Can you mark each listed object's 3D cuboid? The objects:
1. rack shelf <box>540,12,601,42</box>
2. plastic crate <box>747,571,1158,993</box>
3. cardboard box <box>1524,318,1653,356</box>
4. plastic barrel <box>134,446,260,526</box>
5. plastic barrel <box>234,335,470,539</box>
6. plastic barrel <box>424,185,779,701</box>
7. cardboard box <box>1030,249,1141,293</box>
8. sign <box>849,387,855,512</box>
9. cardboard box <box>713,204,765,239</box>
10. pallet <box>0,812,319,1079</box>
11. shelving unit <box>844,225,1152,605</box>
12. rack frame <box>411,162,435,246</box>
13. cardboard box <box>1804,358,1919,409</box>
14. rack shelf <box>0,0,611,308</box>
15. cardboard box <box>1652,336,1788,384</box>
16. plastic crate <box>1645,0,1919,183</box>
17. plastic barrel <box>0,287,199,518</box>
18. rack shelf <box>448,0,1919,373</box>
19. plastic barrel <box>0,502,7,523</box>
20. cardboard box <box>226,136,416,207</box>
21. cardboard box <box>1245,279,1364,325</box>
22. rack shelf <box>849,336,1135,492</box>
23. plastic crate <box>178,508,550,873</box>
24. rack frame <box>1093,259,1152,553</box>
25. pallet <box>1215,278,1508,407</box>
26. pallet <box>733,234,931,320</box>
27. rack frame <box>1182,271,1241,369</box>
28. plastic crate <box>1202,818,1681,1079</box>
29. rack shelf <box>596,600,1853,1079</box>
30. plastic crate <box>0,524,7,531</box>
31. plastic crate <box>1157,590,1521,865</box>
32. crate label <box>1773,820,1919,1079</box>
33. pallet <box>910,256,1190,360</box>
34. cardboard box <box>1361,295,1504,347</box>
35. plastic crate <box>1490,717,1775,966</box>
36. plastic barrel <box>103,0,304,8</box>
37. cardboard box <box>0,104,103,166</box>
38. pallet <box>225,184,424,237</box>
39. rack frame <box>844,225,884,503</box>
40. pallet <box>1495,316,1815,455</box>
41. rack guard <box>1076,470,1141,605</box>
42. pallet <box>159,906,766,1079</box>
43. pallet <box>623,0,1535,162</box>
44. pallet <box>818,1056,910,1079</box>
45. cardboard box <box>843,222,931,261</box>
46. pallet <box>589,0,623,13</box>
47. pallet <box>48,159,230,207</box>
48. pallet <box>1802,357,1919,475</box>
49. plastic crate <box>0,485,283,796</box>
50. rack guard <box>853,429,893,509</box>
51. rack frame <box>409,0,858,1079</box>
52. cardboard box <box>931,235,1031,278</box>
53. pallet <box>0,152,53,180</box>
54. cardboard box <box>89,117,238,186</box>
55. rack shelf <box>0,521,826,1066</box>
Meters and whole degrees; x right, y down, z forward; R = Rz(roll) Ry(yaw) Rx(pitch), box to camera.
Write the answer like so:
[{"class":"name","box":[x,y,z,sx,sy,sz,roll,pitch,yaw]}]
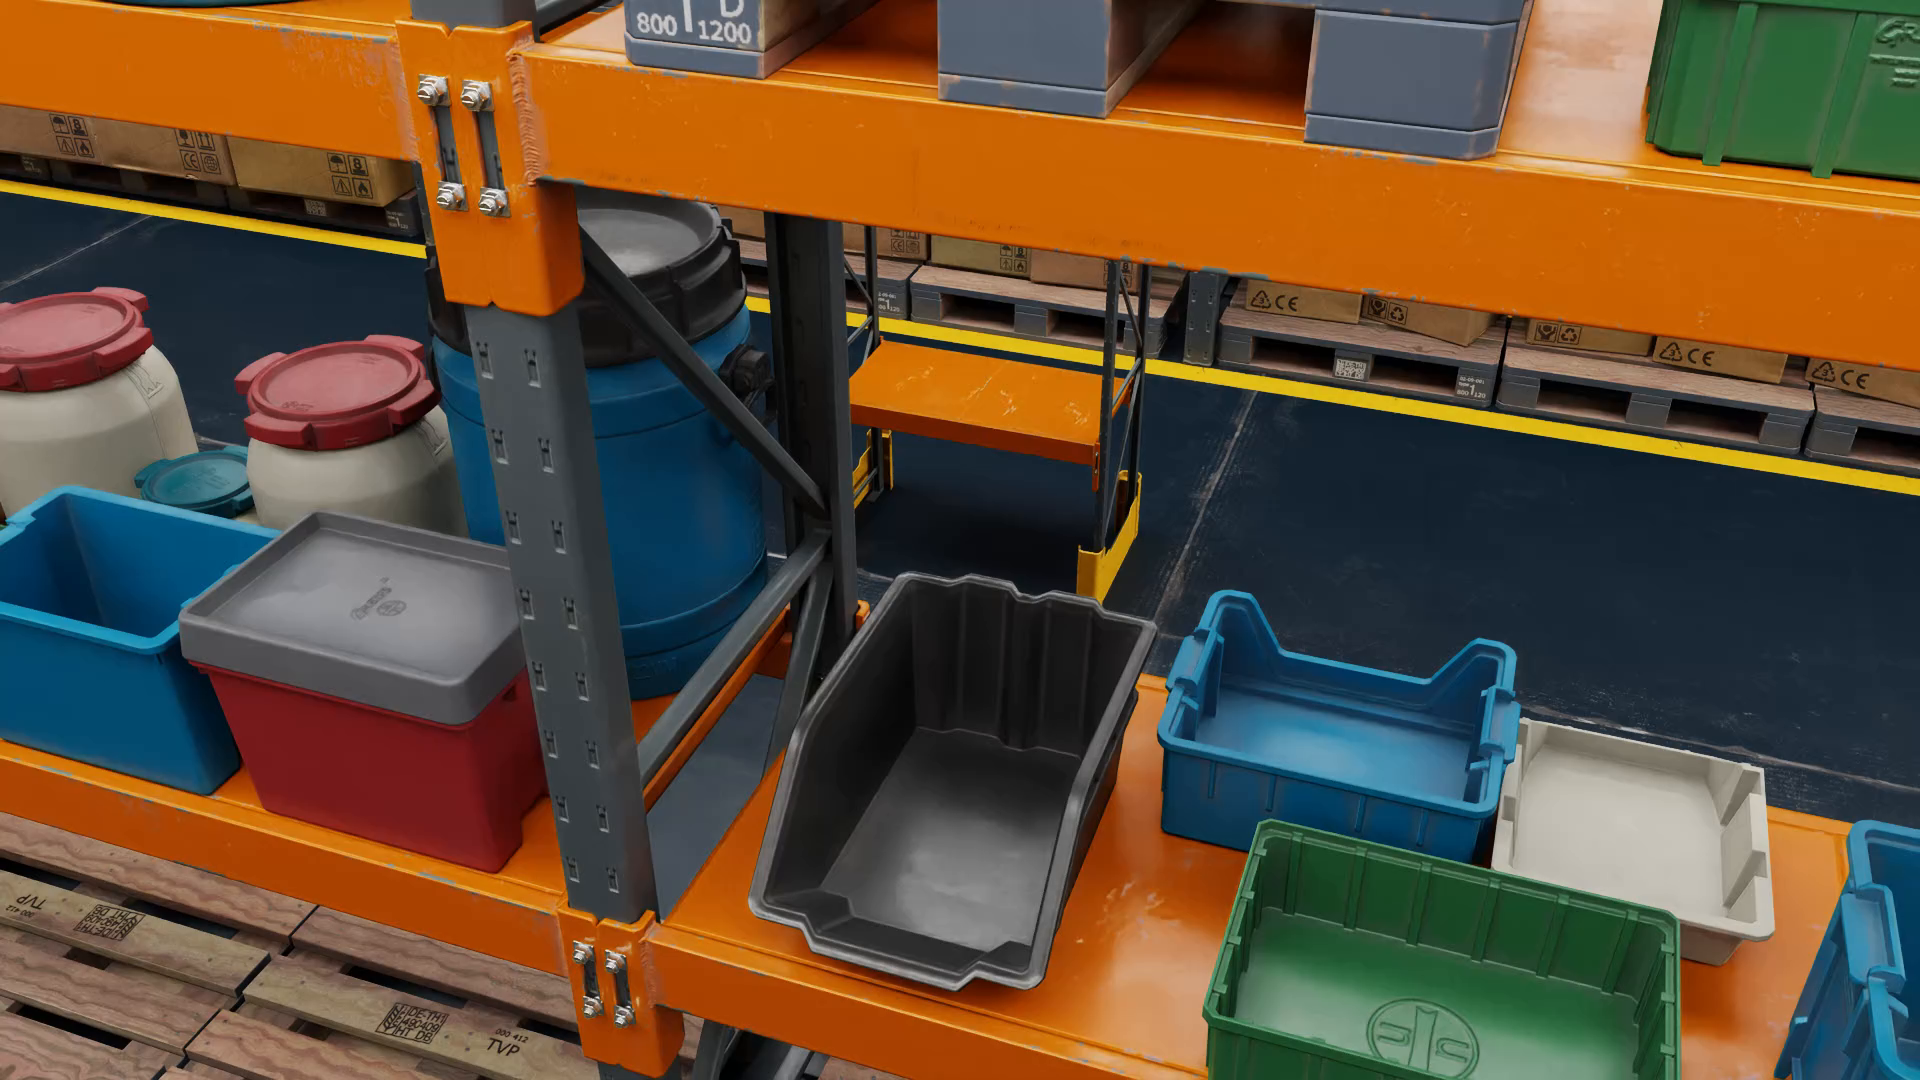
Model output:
[{"class":"rack shelf","box":[-0.655,-2.357,7.799,4.000,0.370,1.077,11,34,16]},{"class":"plastic crate","box":[0.007,0.422,2.888,0.504,0.338,0.767,11,34,16]},{"class":"cardboard box","box":[2.744,-1.152,7.186,0.500,0.500,0.500,8,34,12]},{"class":"plastic barrel","box":[-1.637,-0.027,3.654,0.301,0.262,0.301,0,33,0]},{"class":"plastic barrel","box":[-1.270,-0.109,3.527,0.433,0.535,0.433,0,33,0]},{"class":"plastic barrel","box":[-0.705,-0.200,3.333,0.708,0.901,0.600,11,34,16]},{"class":"cardboard box","box":[0.657,-1.552,7.787,0.500,0.500,0.700,8,34,13]},{"class":"sign","box":[-0.247,-0.160,3.477,0.005,0.325,0.100,11,34,16]},{"class":"cardboard box","box":[-0.838,-1.853,8.253,0.500,0.500,0.700,14,35,20]},{"class":"pallet","box":[-2.348,1.061,4.412,1.213,0.211,1.003,11,34,16]},{"class":"shelving unit","box":[0.072,-0.616,5.822,1.083,1.500,0.587,11,34,16]},{"class":"rack frame","box":[-2.538,-3.025,8.171,0.127,3.000,1.000,11,34,16]},{"class":"cardboard box","box":[3.837,-0.903,6.800,0.500,0.500,0.500,21,38,29]},{"class":"rack shelf","box":[-2.326,-1.088,3.068,4.000,0.370,1.077,11,34,16]},{"class":"cardboard box","box":[3.254,-1.027,6.992,0.500,0.500,0.500,14,35,21]},{"class":"plastic crate","box":[0.950,-0.508,1.701,0.450,0.188,0.336,11,34,16]},{"class":"plastic barrel","box":[-1.960,-0.243,3.735,0.433,0.535,0.433,0,33,0]},{"class":"rack shelf","box":[1.440,-0.356,1.934,4.000,0.370,1.077,11,34,16]},{"class":"plastic barrel","box":[-2.368,-0.322,3.858,0.433,0.535,0.433,0,33,0]},{"class":"cardboard box","box":[-3.180,-2.446,8.845,0.875,0.875,1.225,9,34,14]},{"class":"cardboard box","box":[1.591,-1.326,7.456,0.500,0.500,0.500,10,34,15]},{"class":"rack shelf","box":[0.080,-0.463,5.917,1.000,0.185,0.538,11,34,16]},{"class":"plastic crate","box":[-1.002,0.276,2.998,0.583,0.464,0.402,11,34,16]},{"class":"rack frame","box":[0.559,-0.521,5.675,0.032,1.500,0.500,11,34,16]},{"class":"pallet","box":[1.872,-1.017,7.631,1.213,0.211,1.003,11,34,16]},{"class":"pallet","box":[-0.658,-1.486,8.357,1.213,0.211,1.003,11,34,16]},{"class":"rack frame","box":[1.228,-2.293,7.037,0.127,3.000,1.000,11,34,16]},{"class":"plastic crate","box":[0.740,0.717,2.569,0.662,0.188,0.450,11,34,16]},{"class":"rack shelf","box":[1.440,0.904,2.748,4.000,0.370,1.077,11,34,16]},{"class":"plastic crate","box":[-2.178,0.150,3.448,0.662,0.188,0.450,11,34,16]},{"class":"plastic crate","box":[0.690,0.362,3.061,0.616,0.251,0.499,11,34,16]},{"class":"crate label","box":[1.499,0.754,2.284,0.616,0.435,0.502,11,34,16]},{"class":"pallet","box":[0.494,-1.264,8.013,1.213,0.211,1.003,11,34,16]},{"class":"cardboard box","box":[2.133,-1.225,7.300,0.500,0.500,0.500,23,39,31]},{"class":"plastic crate","box":[1.171,0.514,2.931,0.437,0.136,0.530,11,34,16]},{"class":"plastic barrel","box":[-0.995,-1.217,2.143,0.708,0.901,0.600,11,34,16]},{"class":"cardboard box","box":[-4.852,-2.771,9.348,0.875,0.875,1.225,10,34,15]},{"class":"pallet","box":[-3.254,-2.037,9.210,1.213,0.211,1.003,11,34,16]},{"class":"rack frame","box":[-0.398,-0.707,5.963,0.032,1.500,0.500,11,34,16]},{"class":"pallet","box":[3.024,-0.795,7.286,1.213,0.211,1.003,11,34,16]},{"class":"rack guard","box":[0.541,0.000,6.019,0.087,0.250,0.587,11,34,16]},{"class":"pallet","box":[-1.195,1.283,4.068,1.213,0.211,1.003,11,34,16]},{"class":"pallet","box":[0.269,-0.863,2.230,1.003,0.211,1.213,11,34,16]},{"class":"pallet","box":[0.175,1.551,3.653,1.213,0.211,1.003,11,34,16]},{"class":"cardboard box","box":[-0.312,-1.751,8.095,0.500,0.500,0.700,8,34,12]},{"class":"pallet","box":[-1.831,-2.869,8.105,1.003,0.211,1.213,11,34,16]},{"class":"pallet","box":[-4.399,-2.261,9.557,1.213,0.211,1.003,11,34,16]},{"class":"pallet","box":[4.169,-0.571,6.939,1.213,0.211,1.003,11,34,16]},{"class":"plastic crate","box":[-1.586,0.199,3.191,0.575,0.384,0.392,11,34,16]},{"class":"rack guard","box":[-0.397,-0.182,6.302,0.087,0.250,0.587,11,34,16]},{"class":"rack frame","box":[-0.443,0.236,3.120,0.127,3.000,1.000,11,34,16]},{"class":"cardboard box","box":[0.214,-1.648,7.937,0.500,0.500,0.700,11,34,16]},{"class":"pallet","box":[-5.551,-2.483,9.901,1.213,0.211,1.003,11,34,16]},{"class":"cardboard box","box":[-4.017,-2.613,9.104,0.875,0.875,1.225,11,34,17]},{"class":"rack shelf","box":[-2.326,0.172,3.882,4.000,0.370,1.077,11,34,16]}]
